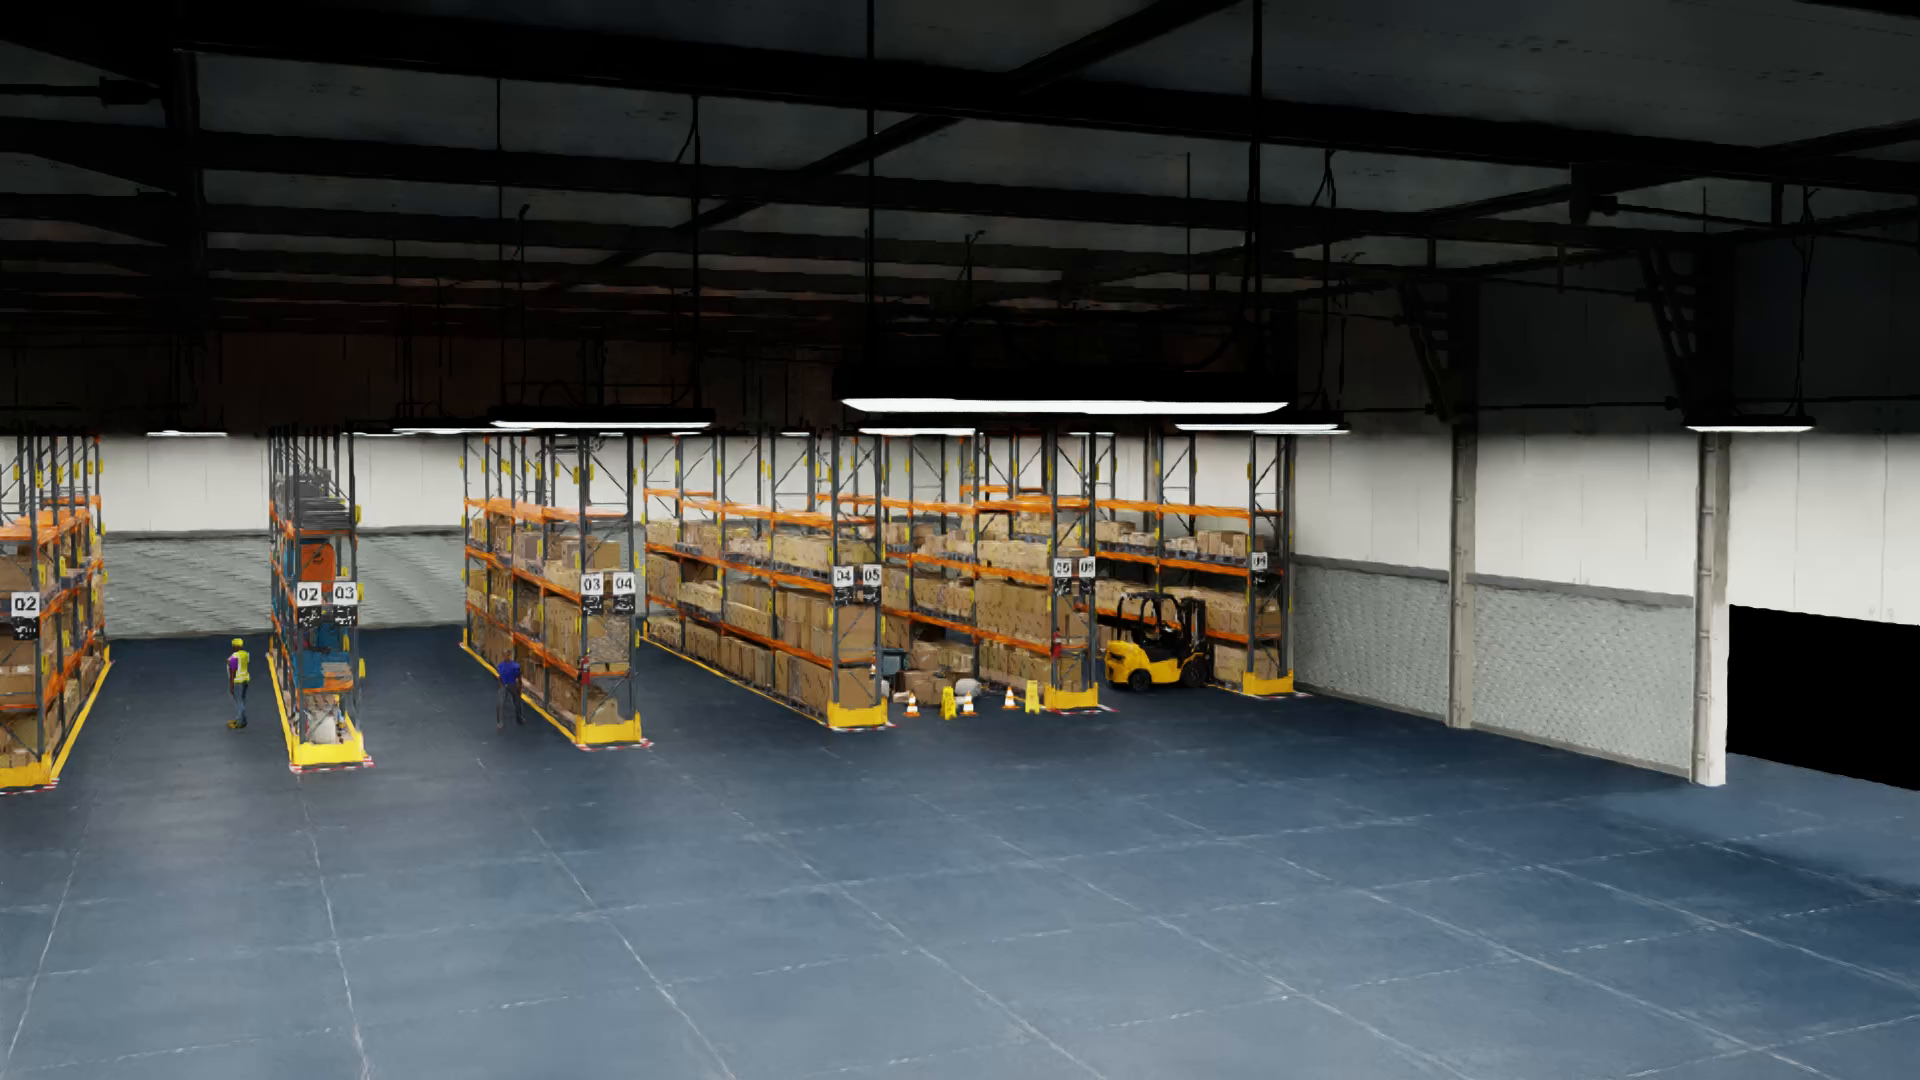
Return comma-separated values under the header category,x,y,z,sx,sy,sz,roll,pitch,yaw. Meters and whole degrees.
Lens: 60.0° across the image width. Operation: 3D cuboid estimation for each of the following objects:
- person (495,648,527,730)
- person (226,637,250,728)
category,x,y,z,sx,sy,sz,roll,pitch,yaw
person,-8.888,2.915,32.858,0.503,1.593,0.939,0,3,-3
person,-14.340,2.813,32.940,0.497,1.764,0.625,0,4,6
